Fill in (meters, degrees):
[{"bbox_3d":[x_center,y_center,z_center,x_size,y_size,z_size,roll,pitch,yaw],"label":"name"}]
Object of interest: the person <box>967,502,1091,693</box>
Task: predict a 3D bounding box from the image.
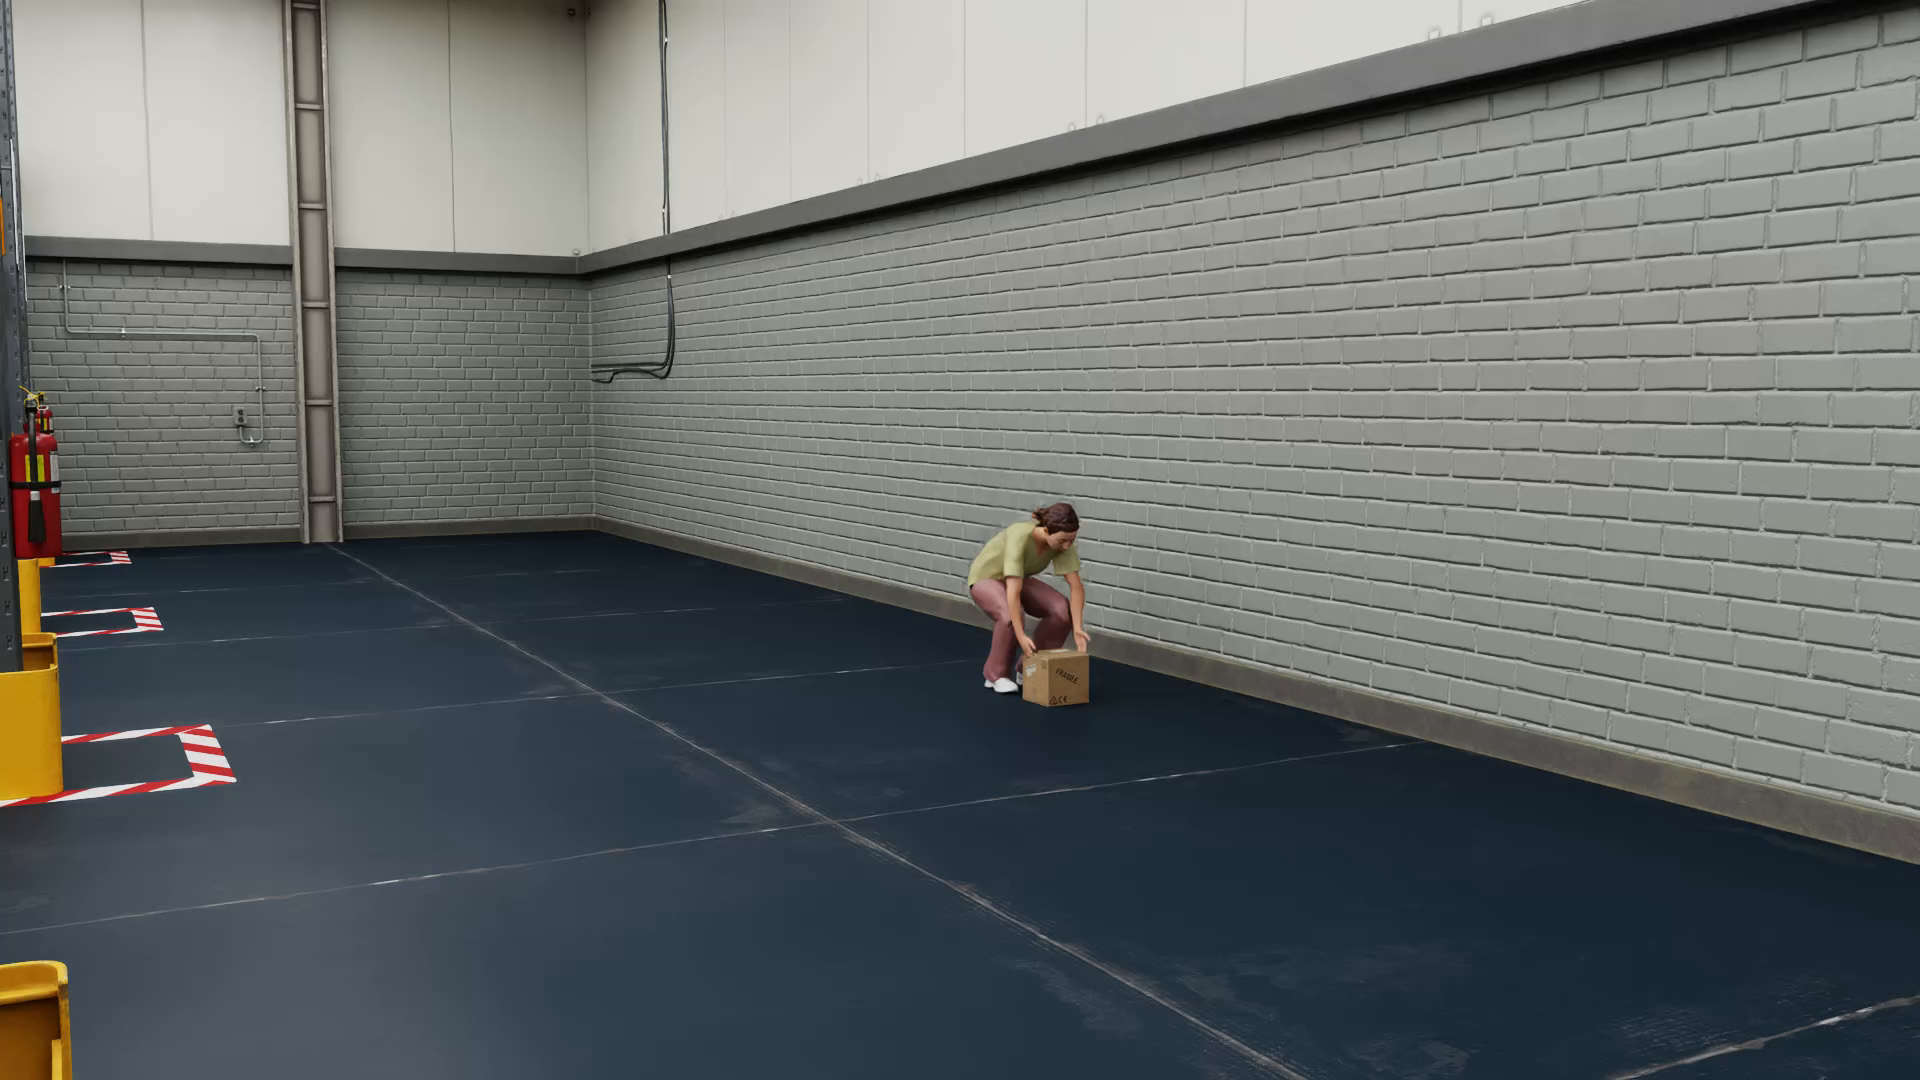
[{"bbox_3d":[0.370,0.295,8.844,0.491,1.023,0.776,-3,6,-29],"label":"person"}]
